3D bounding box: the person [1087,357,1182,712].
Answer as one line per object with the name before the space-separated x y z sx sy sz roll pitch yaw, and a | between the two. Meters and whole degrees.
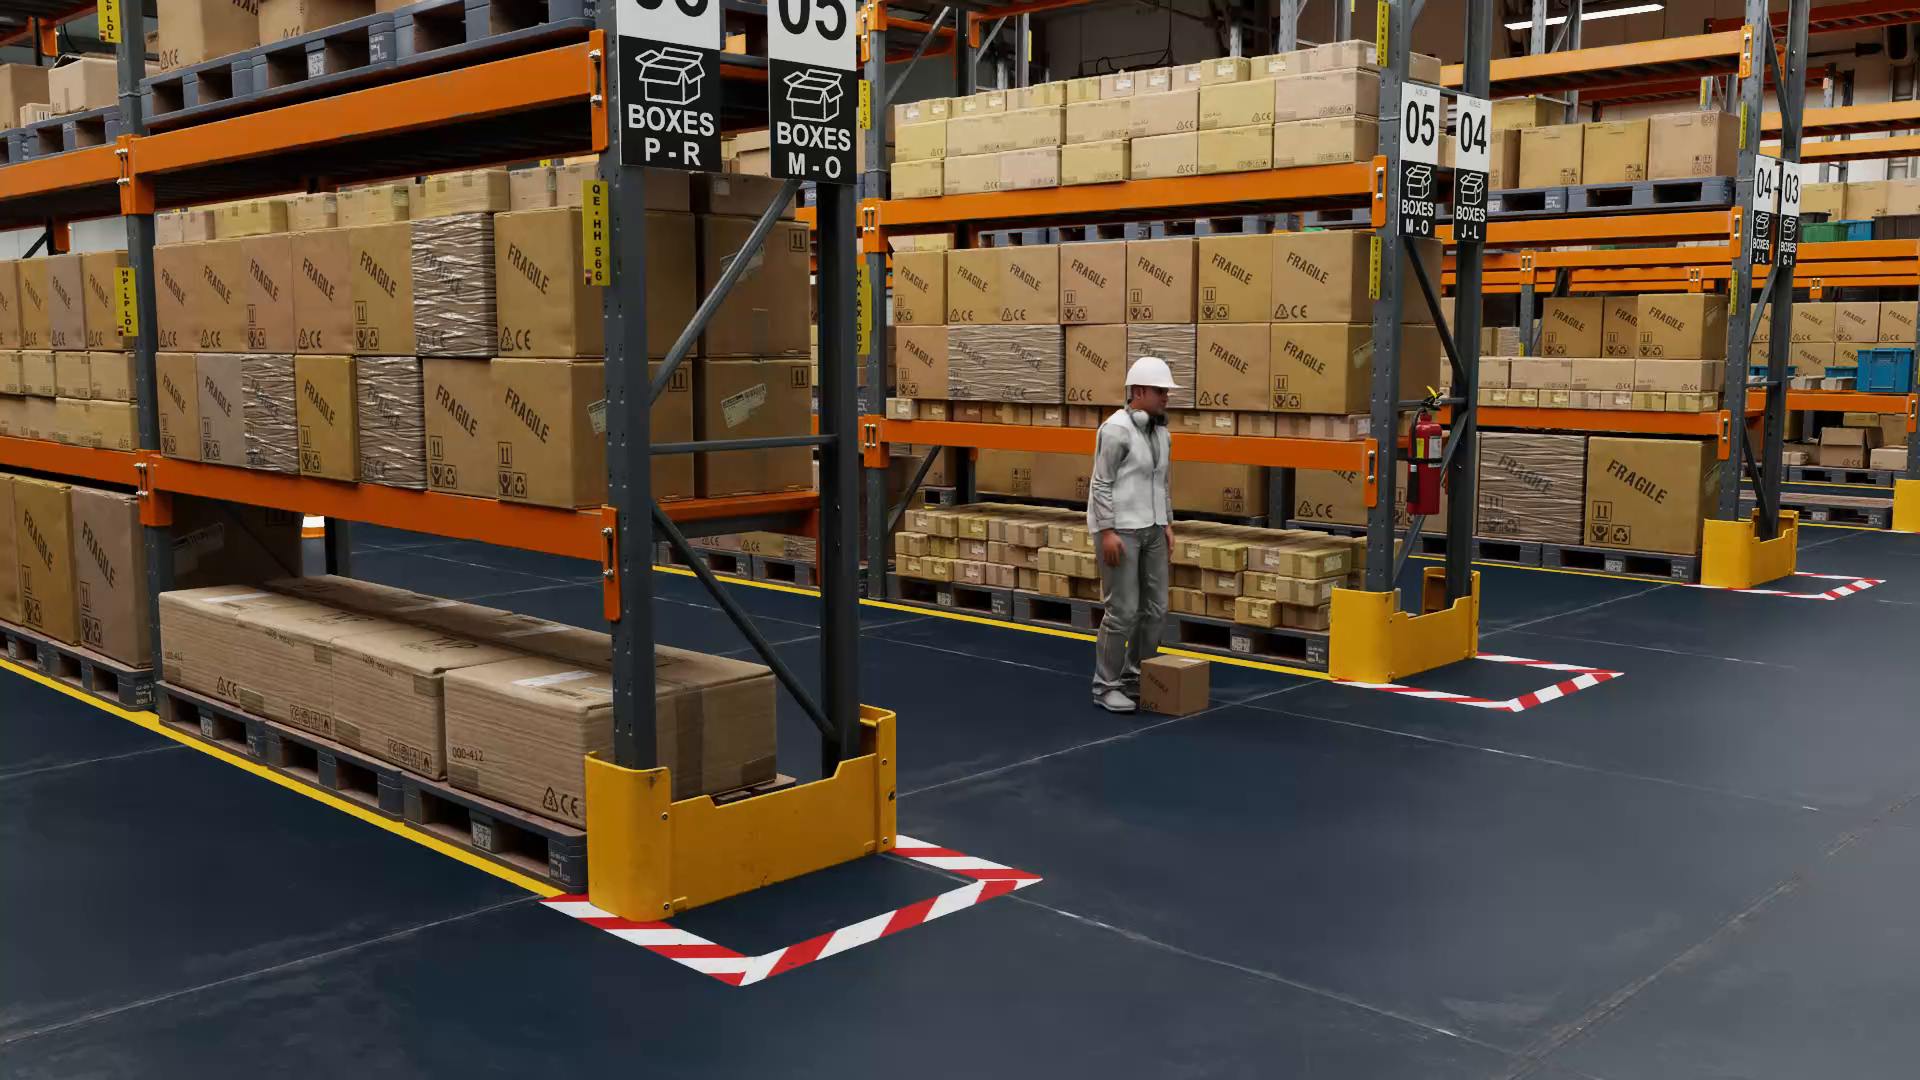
person | 0.898 -0.042 8.488 0.466 1.771 0.585 6 9 43
